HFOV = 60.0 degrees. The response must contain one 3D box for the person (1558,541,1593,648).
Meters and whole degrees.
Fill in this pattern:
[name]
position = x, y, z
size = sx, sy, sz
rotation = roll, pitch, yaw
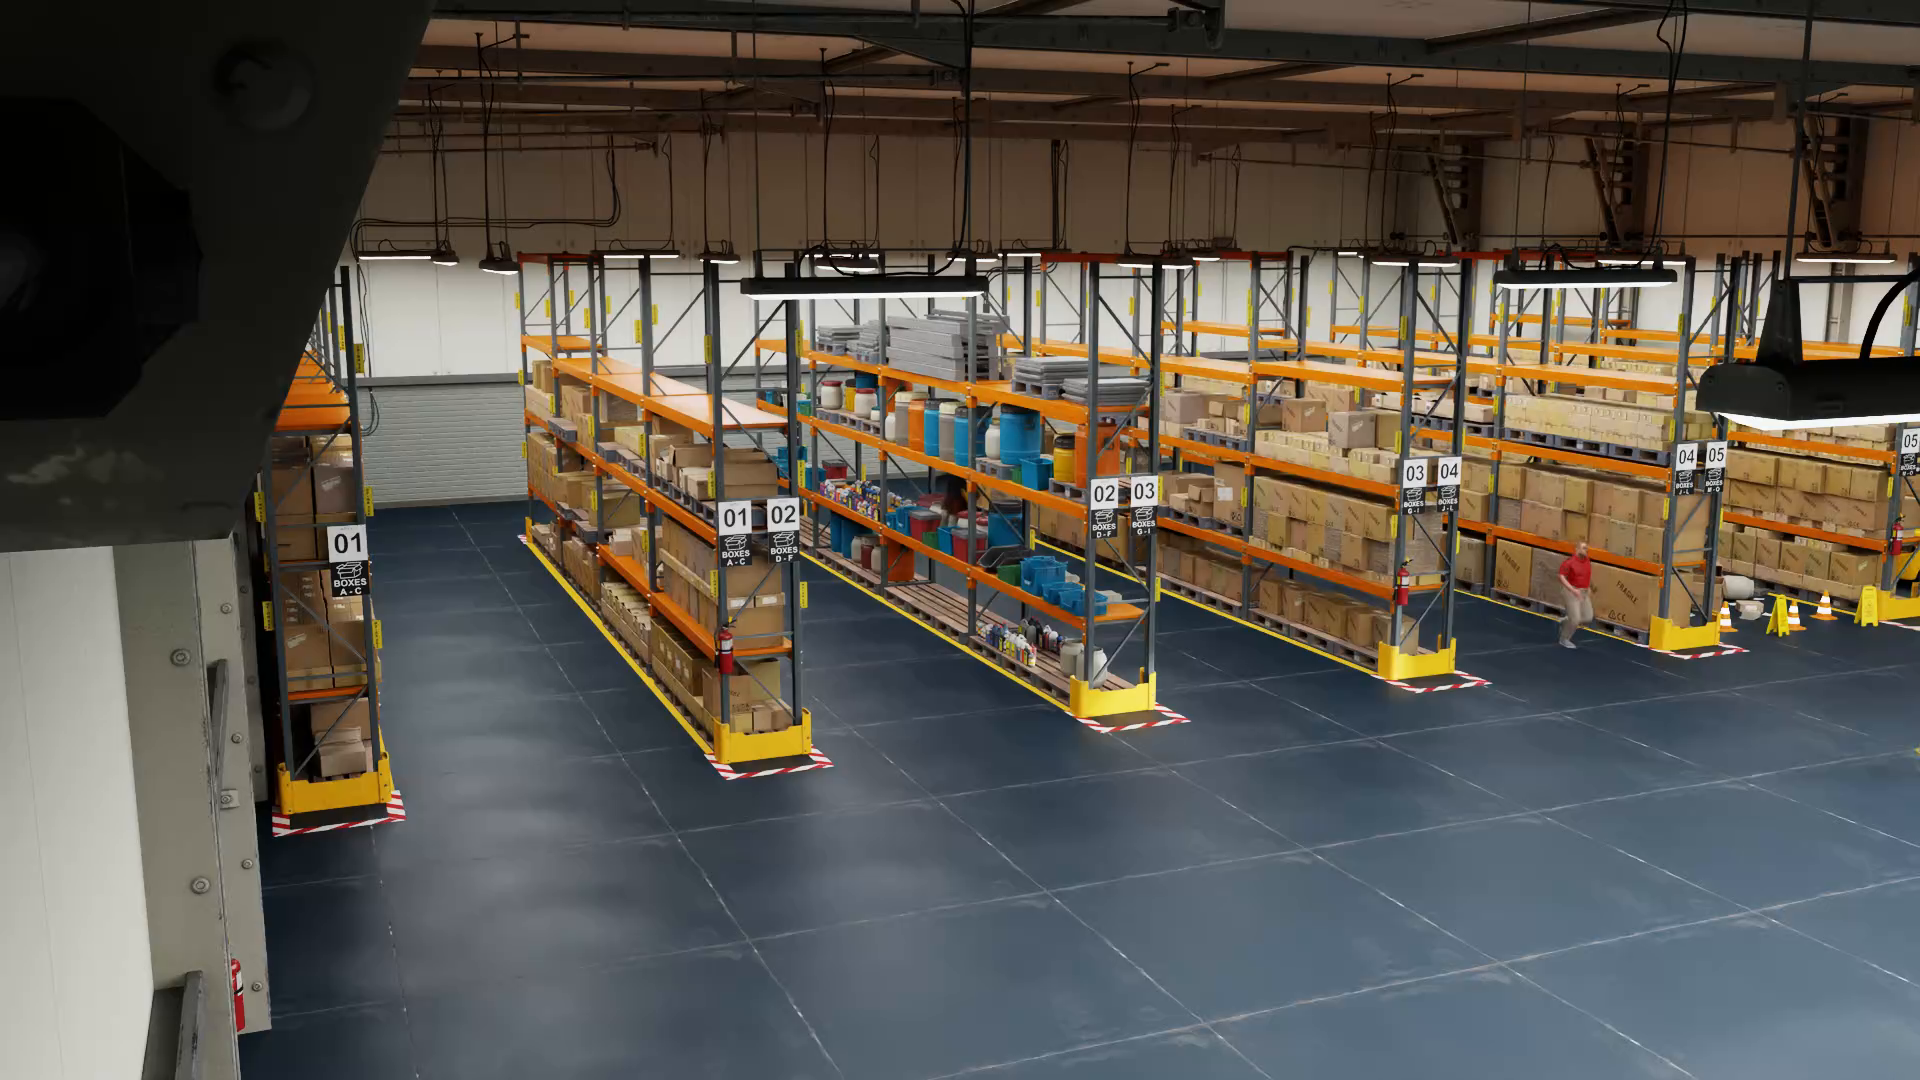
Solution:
[person]
position = 9.576, 0.833, 25.858
size = 0.698, 1.651, 0.556
rotation = -6, 12, -28
